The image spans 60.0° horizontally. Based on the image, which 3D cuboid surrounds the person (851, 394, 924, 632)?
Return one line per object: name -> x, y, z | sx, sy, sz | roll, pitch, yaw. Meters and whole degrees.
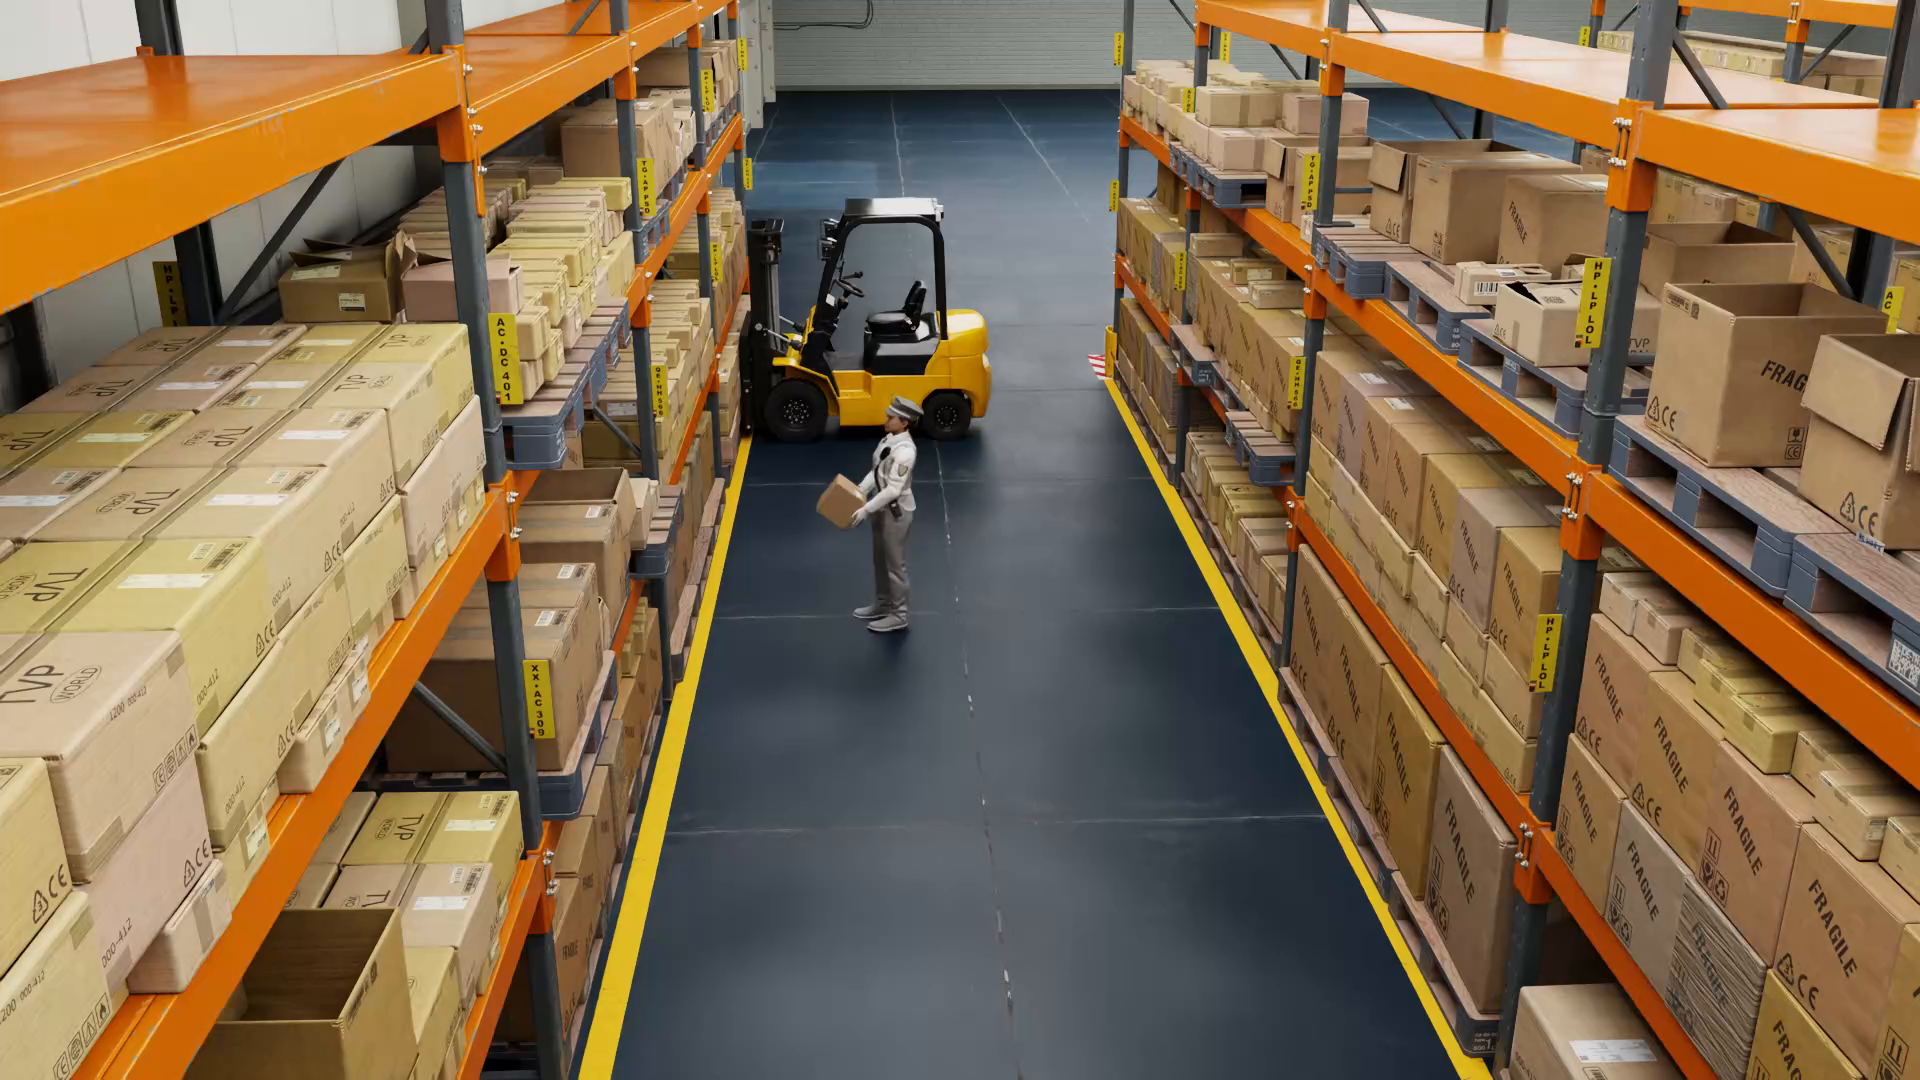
person -> -0.518, -0.190, 11.529 | 0.535, 1.701, 0.511 | -5, 21, -14
